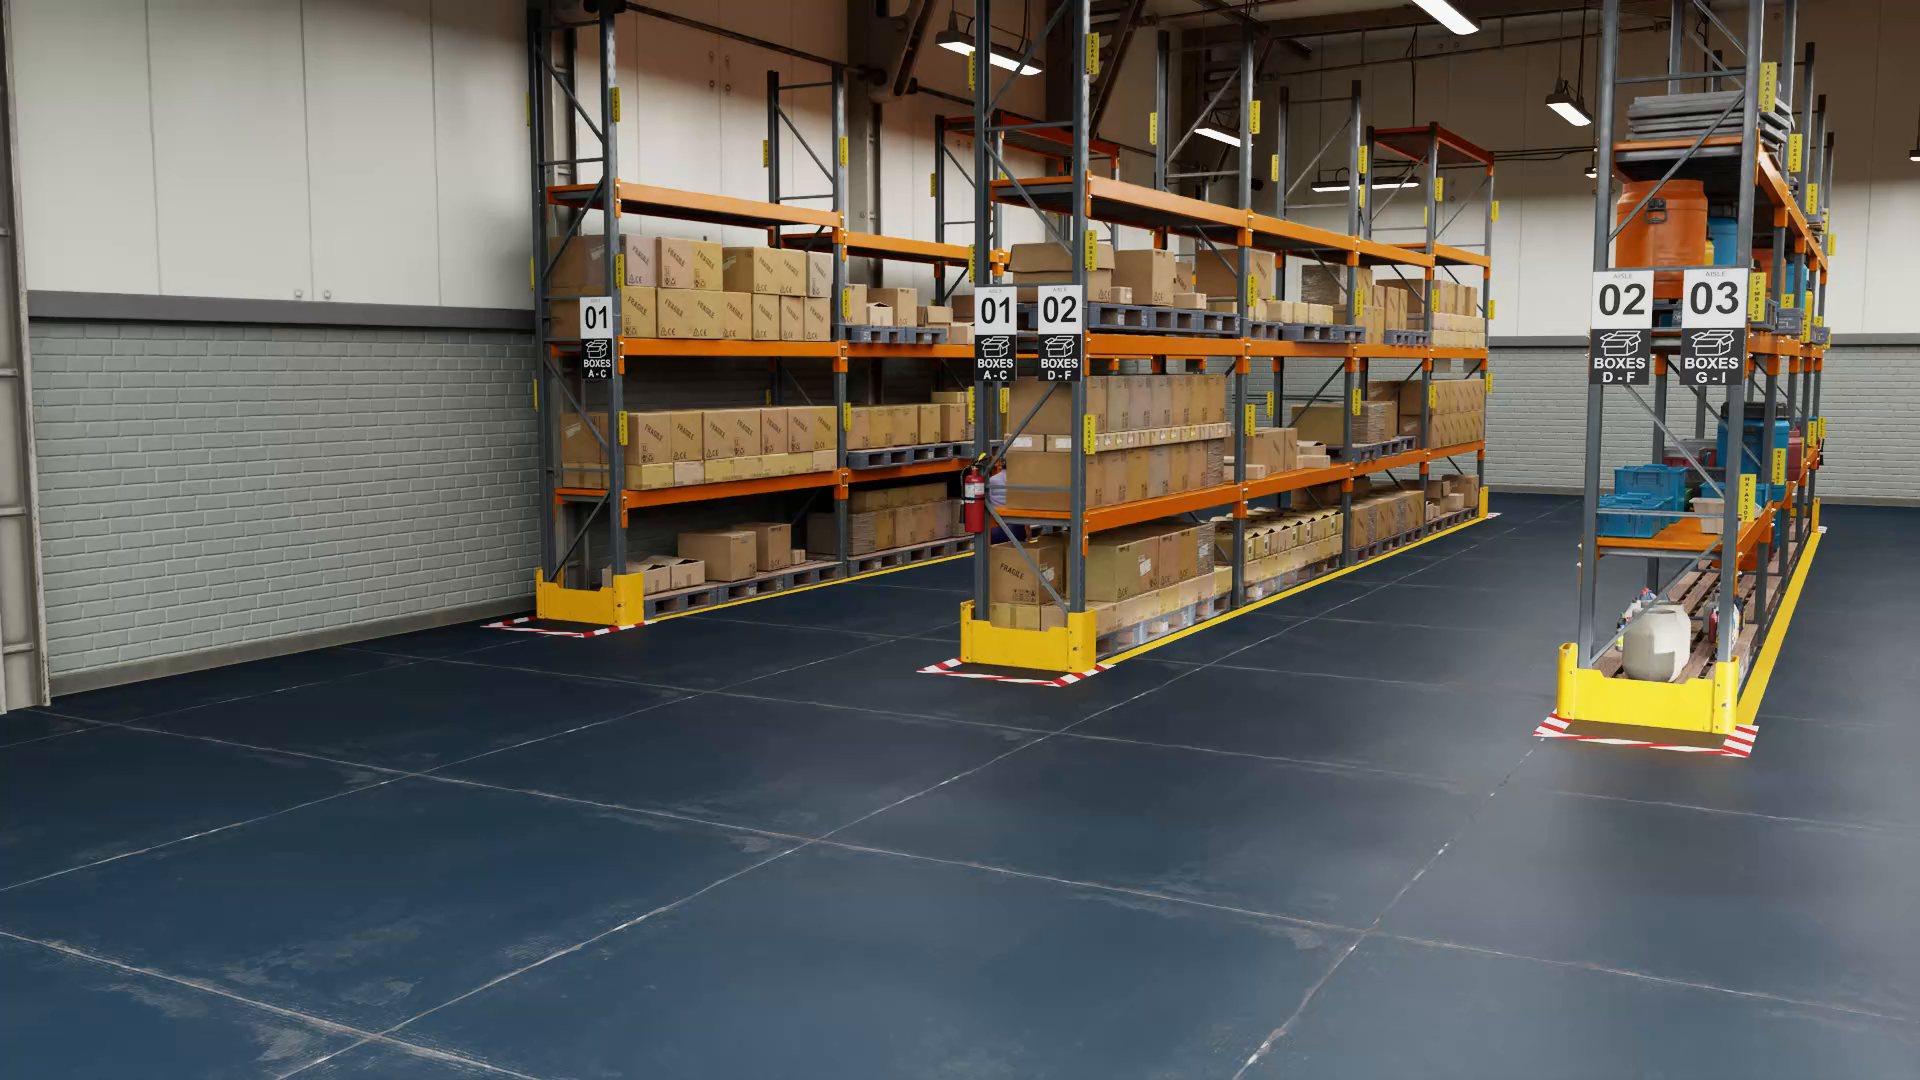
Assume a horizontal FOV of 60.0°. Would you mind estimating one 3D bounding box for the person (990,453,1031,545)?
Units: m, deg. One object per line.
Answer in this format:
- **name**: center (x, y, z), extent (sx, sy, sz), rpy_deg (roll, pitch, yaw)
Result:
- **person**: center (0.495, -0.085, 17.208), extent (0.537, 1.651, 0.374), rpy_deg (3, 7, 29)
